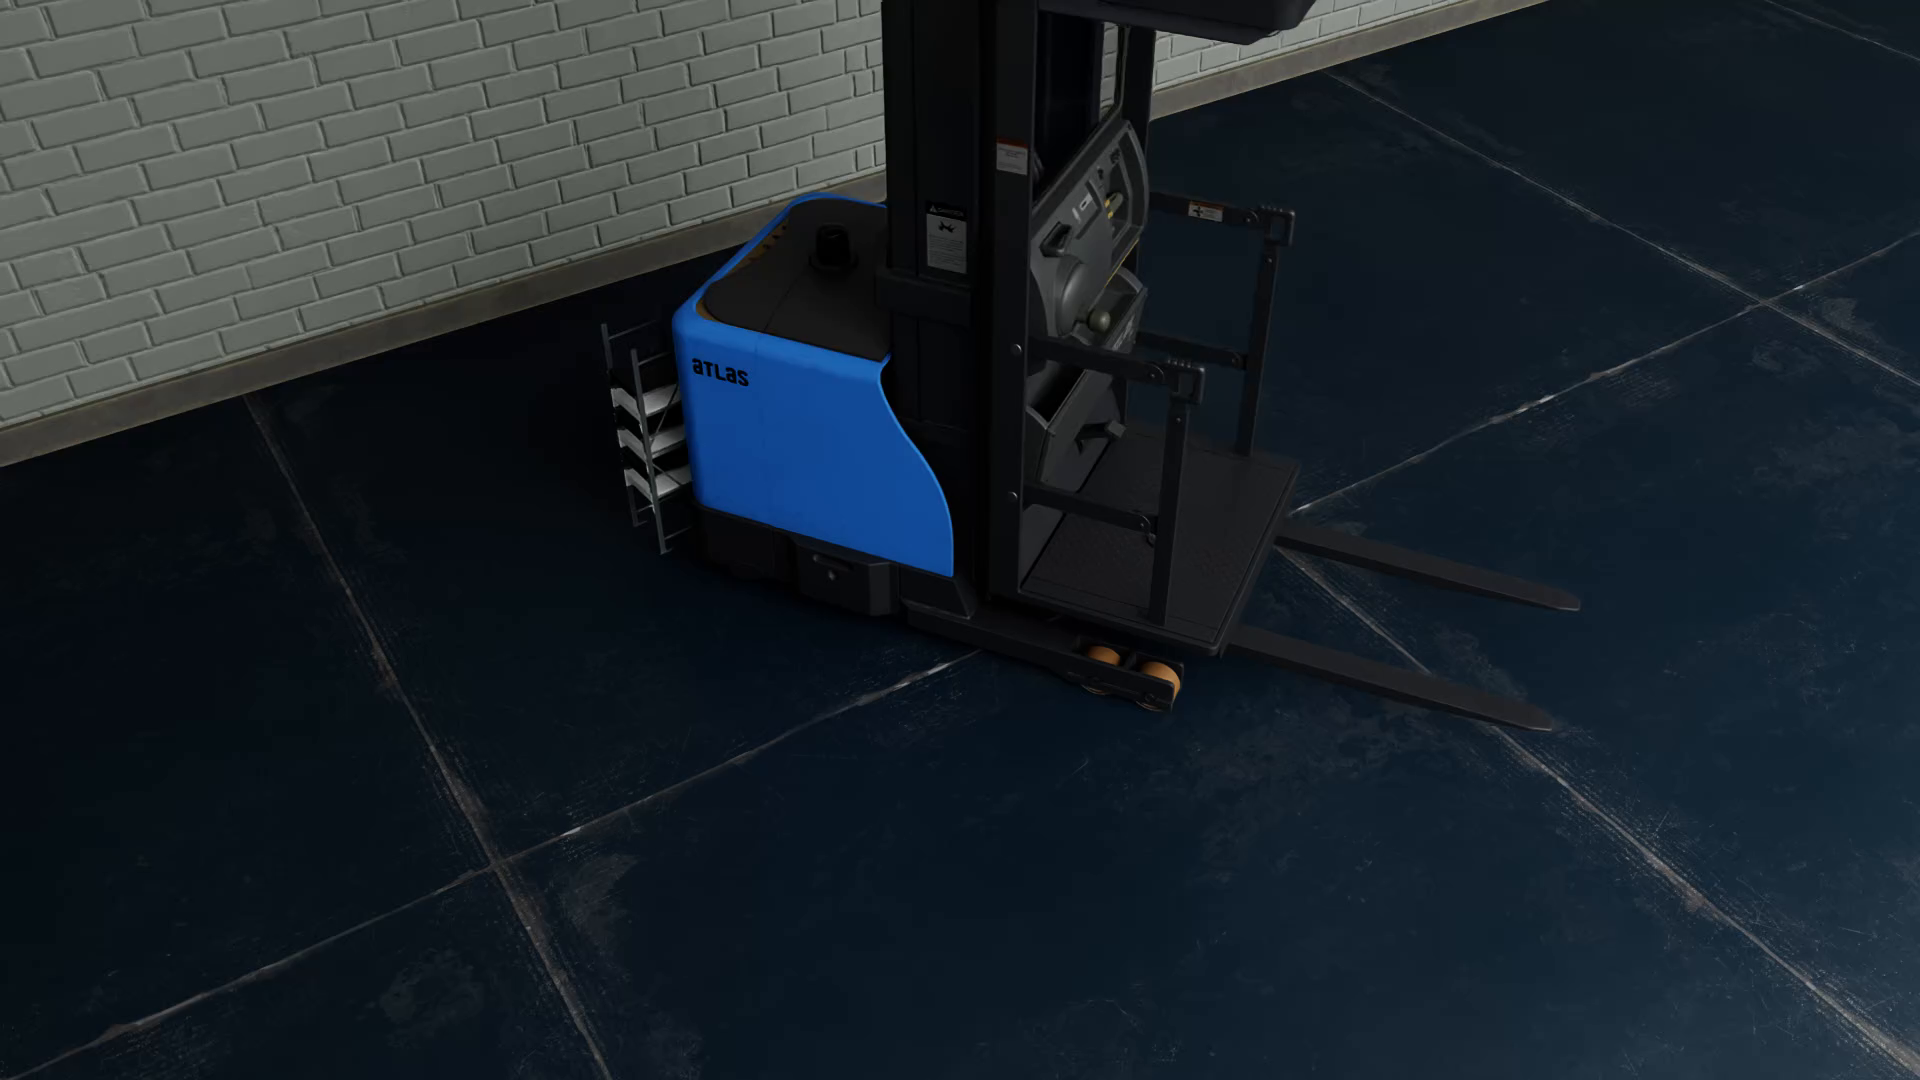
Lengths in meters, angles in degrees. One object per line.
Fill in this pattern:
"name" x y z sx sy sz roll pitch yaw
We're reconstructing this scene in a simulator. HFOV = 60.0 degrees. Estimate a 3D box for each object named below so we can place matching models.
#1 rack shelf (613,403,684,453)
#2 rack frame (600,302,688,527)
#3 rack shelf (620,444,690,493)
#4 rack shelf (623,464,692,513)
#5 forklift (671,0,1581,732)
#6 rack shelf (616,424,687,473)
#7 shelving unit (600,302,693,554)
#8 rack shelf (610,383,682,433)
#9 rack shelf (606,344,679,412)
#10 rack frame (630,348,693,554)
"rack shelf" -1.082 -0.435 5.981 0.258 0.077 0.200 -27 47 -28
"rack frame" -1.145 -0.443 6.079 0.240 0.900 0.006 -27 47 -28
"rack shelf" -1.082 -0.297 6.096 0.258 0.077 0.200 -27 47 -28
"rack shelf" -1.082 -0.228 6.154 0.258 0.077 0.200 -27 47 -28
"forklift" 0.592 -0.943 5.092 3.031 2.935 1.130 16 42 18
"rack shelf" -1.082 -0.366 6.039 0.258 0.077 0.200 -27 47 -28
"shelving unit" -1.082 -0.392 6.017 0.258 0.900 0.210 -27 47 -28
"rack shelf" -1.082 -0.505 5.923 0.258 0.077 0.200 -27 47 -28
"rack shelf" -1.082 -0.574 5.866 0.258 0.077 0.200 -27 47 -28
"rack frame" -1.019 -0.341 5.956 0.240 0.900 0.006 -27 47 -28
